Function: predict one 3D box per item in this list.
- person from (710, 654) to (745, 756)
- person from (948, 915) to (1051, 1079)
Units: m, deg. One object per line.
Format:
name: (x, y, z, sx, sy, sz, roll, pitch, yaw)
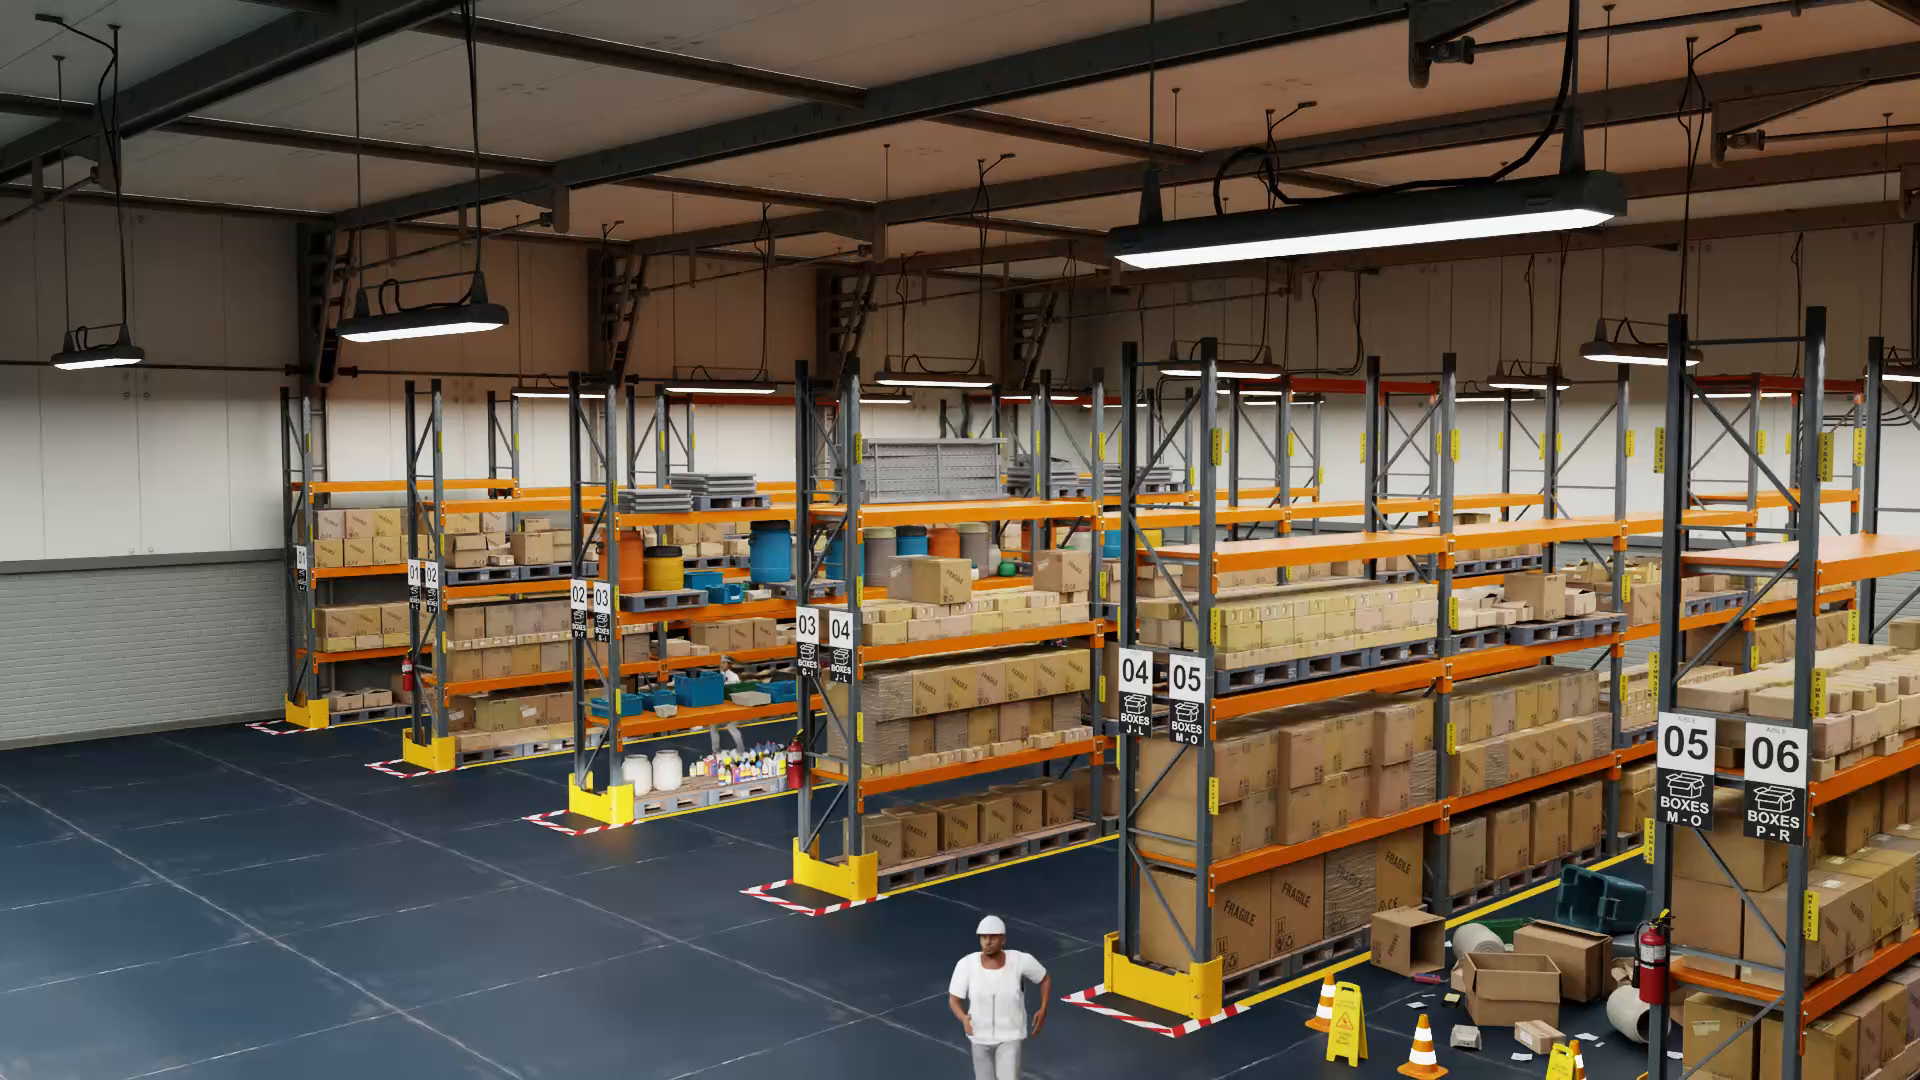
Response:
person: (-3.667, 2.652, 26.185, 0.595, 1.755, 0.769, 2, 4, 29)
person: (0.265, 3.549, 11.801, 0.709, 1.766, 0.700, 1, 4, 10)
